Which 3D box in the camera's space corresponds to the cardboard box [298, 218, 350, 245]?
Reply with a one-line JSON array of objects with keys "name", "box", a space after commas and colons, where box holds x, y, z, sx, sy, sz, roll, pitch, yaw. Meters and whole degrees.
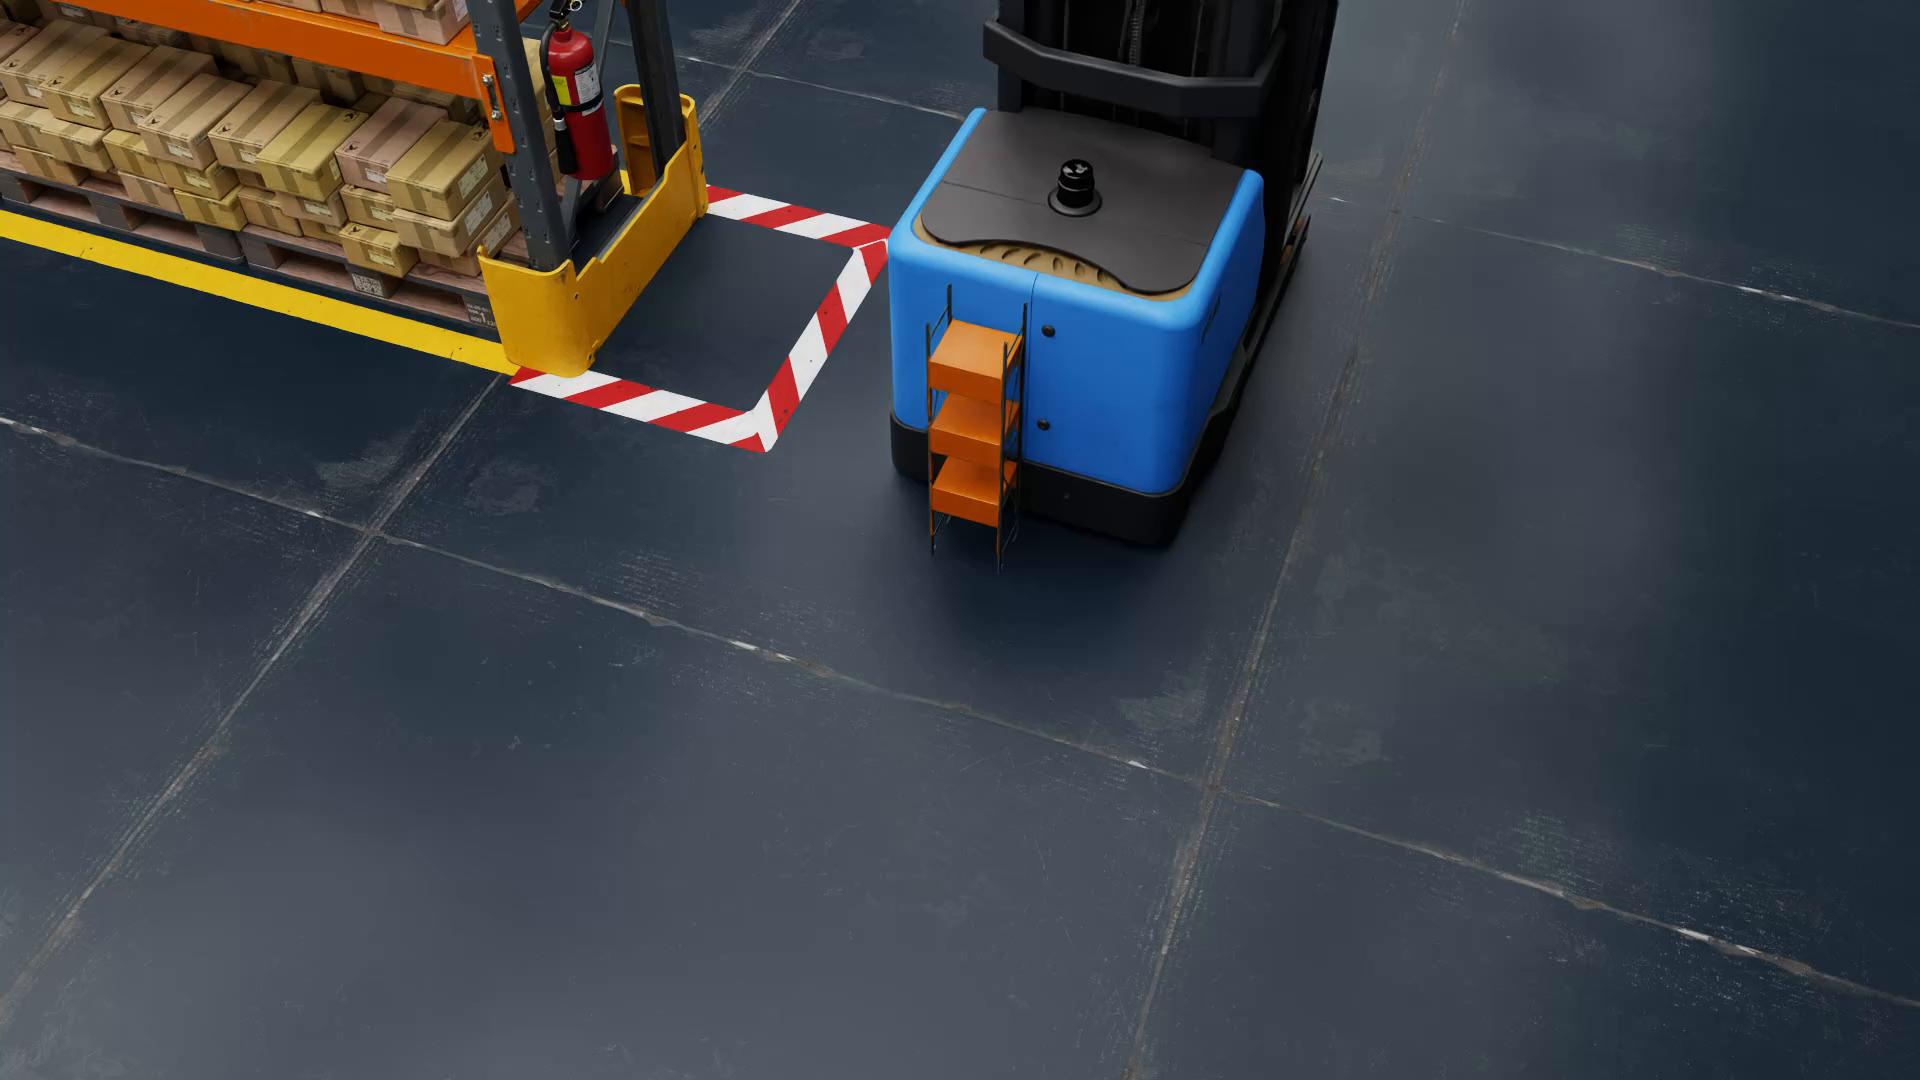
[{"name": "cardboard box", "box": [-2.385, -1.339, 6.534, 0.250, 0.149, 0.380, 15, 51, 13]}]

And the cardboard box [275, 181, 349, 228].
[{"name": "cardboard box", "box": [-2.407, -1.391, 6.383, 0.250, 0.149, 0.380, 14, 50, 12]}]

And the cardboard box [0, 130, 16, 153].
[{"name": "cardboard box", "box": [-3.826, -1.773, 6.910, 0.250, 0.149, 0.380, 14, 50, 12]}]

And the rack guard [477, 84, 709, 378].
[{"name": "rack guard", "box": [-1.396, -1.221, 6.477, 0.348, 0.500, 1.175, 16, 51, 13]}]

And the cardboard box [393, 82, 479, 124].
[{"name": "cardboard box", "box": [-1.999, -1.783, 6.525, 0.250, 0.149, 0.380, 16, 51, 14]}]

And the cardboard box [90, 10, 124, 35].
[{"name": "cardboard box", "box": [-3.404, -2.267, 6.945, 0.250, 0.149, 0.380, 14, 51, 12]}]

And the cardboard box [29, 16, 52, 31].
[{"name": "cardboard box", "box": [-3.708, -2.203, 7.086, 0.250, 0.149, 0.380, 17, 51, 14]}]

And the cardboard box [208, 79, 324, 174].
[{"name": "cardboard box", "box": [-2.633, -1.574, 6.344, 0.250, 0.149, 0.380, 14, 50, 12]}]

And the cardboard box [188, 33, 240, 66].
[{"name": "cardboard box", "box": [-2.940, -2.127, 6.823, 0.250, 0.149, 0.380, 16, 51, 14]}]

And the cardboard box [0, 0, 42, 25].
[{"name": "cardboard box", "box": [-3.947, -2.335, 7.004, 0.250, 0.149, 0.380, 17, 51, 14]}]

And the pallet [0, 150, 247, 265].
[{"name": "pallet", "box": [-3.286, -1.685, 7.070, 1.213, 0.211, 1.003, 16, 51, 13]}]

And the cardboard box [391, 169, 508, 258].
[{"name": "cardboard box", "box": [-1.918, -1.257, 6.266, 0.250, 0.149, 0.380, 14, 51, 12]}]

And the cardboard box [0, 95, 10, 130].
[{"name": "cardboard box", "box": [-3.836, -1.844, 6.775, 0.250, 0.149, 0.380, 18, 51, 15]}]

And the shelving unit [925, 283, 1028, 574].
[{"name": "shelving unit", "box": [0.050, -0.330, 5.341, 0.252, 1.050, 0.215, 16, 51, 13]}]

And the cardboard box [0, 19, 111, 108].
[{"name": "cardboard box", "box": [-3.586, -1.894, 6.621, 0.250, 0.149, 0.380, 14, 50, 12]}]

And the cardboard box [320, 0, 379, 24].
[{"name": "cardboard box", "box": [-1.949, -1.914, 5.590, 0.250, 0.149, 0.380, 16, 51, 13]}]

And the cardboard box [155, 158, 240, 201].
[{"name": "cardboard box", "box": [-2.897, -1.518, 6.492, 0.250, 0.149, 0.380, 16, 51, 14]}]

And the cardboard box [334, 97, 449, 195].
[{"name": "cardboard box", "box": [-2.125, -1.484, 6.266, 0.250, 0.149, 0.380, 17, 51, 14]}]

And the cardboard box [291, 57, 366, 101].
[{"name": "cardboard box", "box": [-2.452, -1.946, 6.667, 0.250, 0.149, 0.380, 13, 50, 11]}]

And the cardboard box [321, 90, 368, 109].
[{"name": "cardboard box", "box": [-2.428, -1.897, 6.821, 0.250, 0.149, 0.380, 17, 51, 14]}]

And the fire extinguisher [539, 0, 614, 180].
[{"name": "fire extinguisher", "box": [-1.248, -1.479, 5.345, 0.183, 0.674, 0.296, 16, 51, 13]}]

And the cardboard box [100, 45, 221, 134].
[{"name": "cardboard box", "box": [-3.113, -1.753, 6.499, 0.250, 0.149, 0.380, 14, 51, 12]}]

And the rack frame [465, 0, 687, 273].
[{"name": "rack frame", "box": [-1.324, -2.019, 5.515, 0.127, 3.000, 1.000, 16, 51, 13]}]

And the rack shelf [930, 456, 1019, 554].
[{"name": "rack shelf", "box": [0.050, -0.141, 5.559, 0.240, 0.259, 0.215, 16, 51, 13]}]

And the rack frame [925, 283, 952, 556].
[{"name": "rack frame", "box": [-0.064, -0.362, 5.369, 0.008, 1.050, 0.200, 16, 51, 13]}]

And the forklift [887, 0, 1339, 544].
[{"name": "forklift", "box": [0.770, -2.084, 5.617, 1.130, 2.935, 3.031, 17, 51, 14]}]

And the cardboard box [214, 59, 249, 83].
[{"name": "cardboard box", "box": [-2.978, -1.941, 6.859, 0.250, 0.149, 0.380, 18, 51, 15]}]

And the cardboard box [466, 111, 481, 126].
[{"name": "cardboard box", "box": [-1.964, -1.752, 6.695, 0.250, 0.149, 0.380, 15, 51, 13]}]

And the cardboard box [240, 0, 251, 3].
[{"name": "cardboard box", "box": [-2.436, -2.019, 5.681, 0.250, 0.149, 0.380, 17, 51, 14]}]

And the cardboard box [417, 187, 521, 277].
[{"name": "cardboard box", "box": [-1.891, -1.213, 6.425, 0.250, 0.149, 0.380, 16, 51, 14]}]

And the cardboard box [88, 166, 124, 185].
[{"name": "cardboard box", "box": [-3.342, -1.622, 6.780, 0.250, 0.149, 0.380, 17, 51, 14]}]

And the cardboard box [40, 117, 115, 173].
[{"name": "cardboard box", "box": [-3.399, -1.651, 6.607, 0.250, 0.149, 0.380, 16, 51, 13]}]

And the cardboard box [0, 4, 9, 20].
[{"name": "cardboard box", "box": [-4.081, -2.031, 6.740, 0.250, 0.149, 0.380, 14, 51, 12]}]

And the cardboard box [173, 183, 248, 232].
[{"name": "cardboard box", "box": [-2.882, -1.417, 6.602, 0.250, 0.149, 0.380, 14, 50, 11]}]
